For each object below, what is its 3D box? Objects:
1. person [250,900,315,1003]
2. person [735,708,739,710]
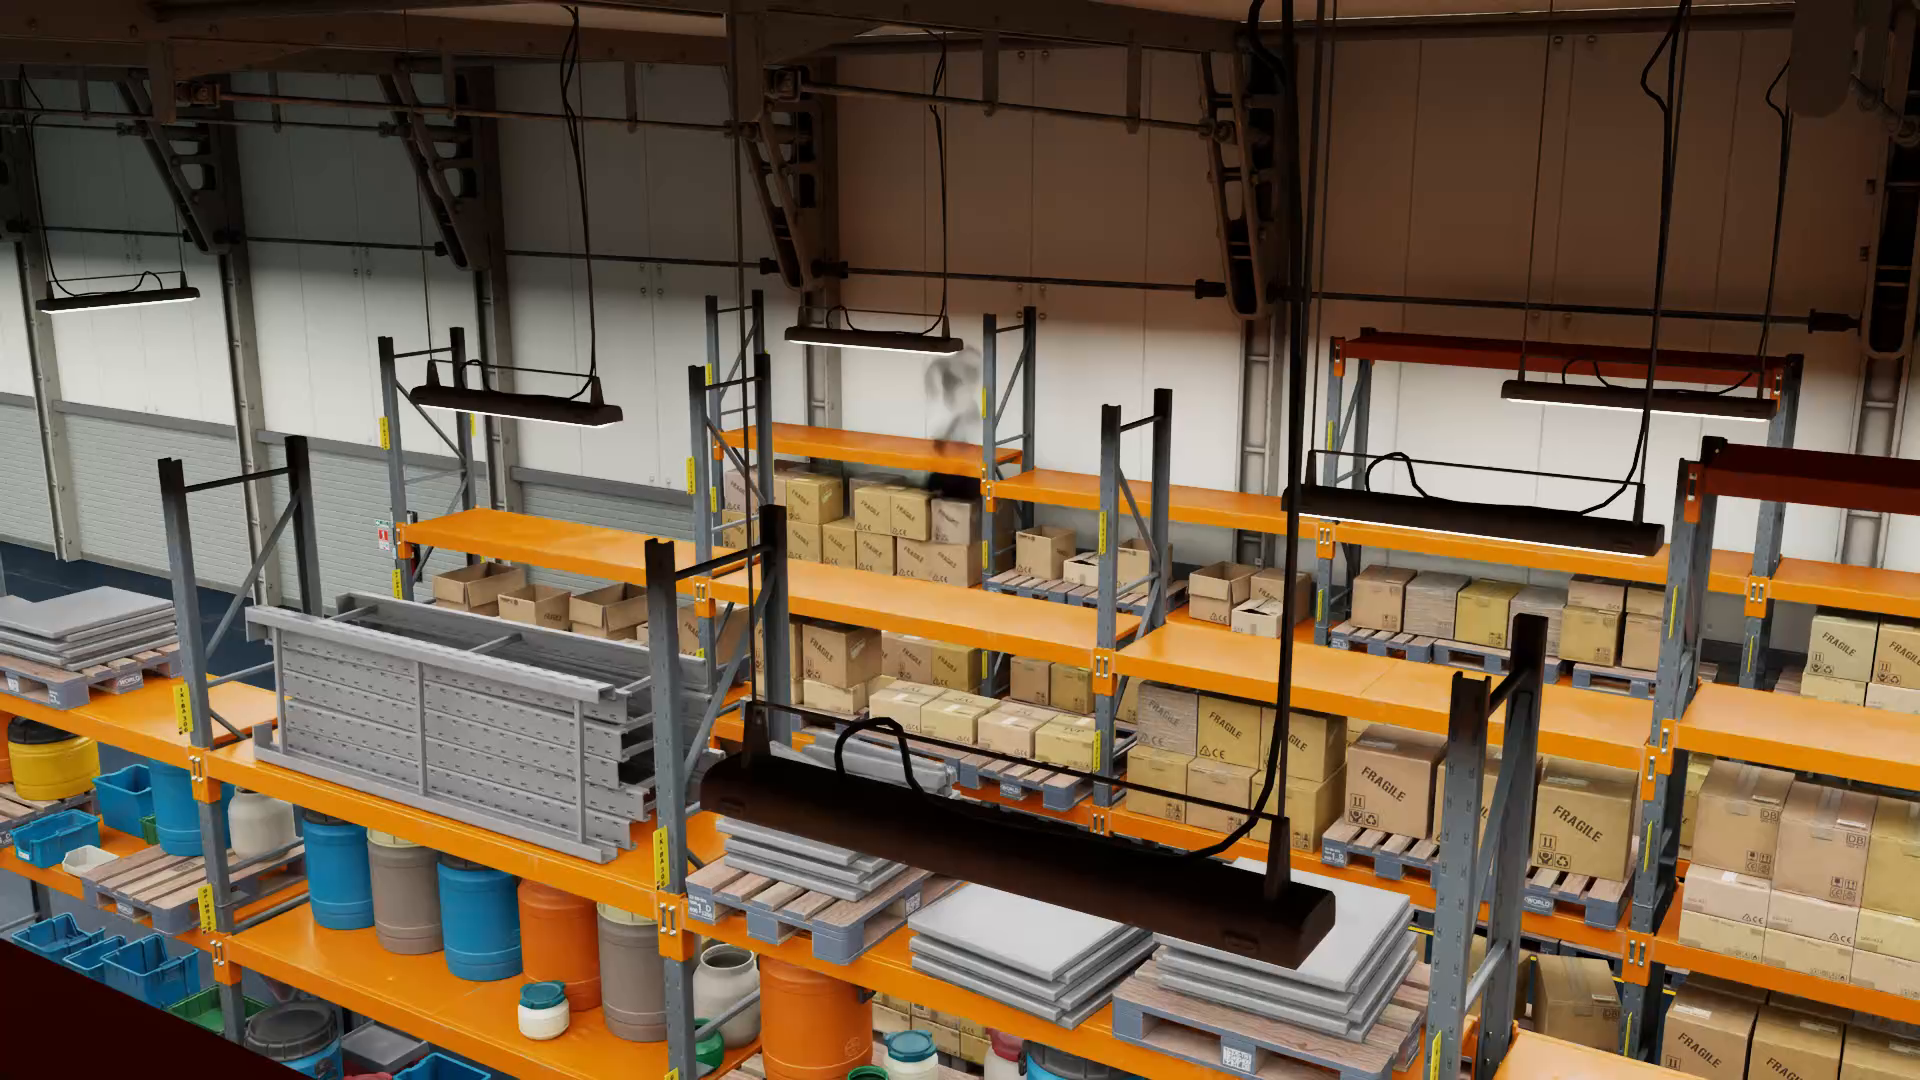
[{"bbox_3d":[-6.275,3.620,15.254,0.741,1.655,0.649,3,14,12],"label":"person"},{"bbox_3d":[-2.374,2.719,18.755,0.788,1.678,0.642,3,14,12],"label":"person"}]
